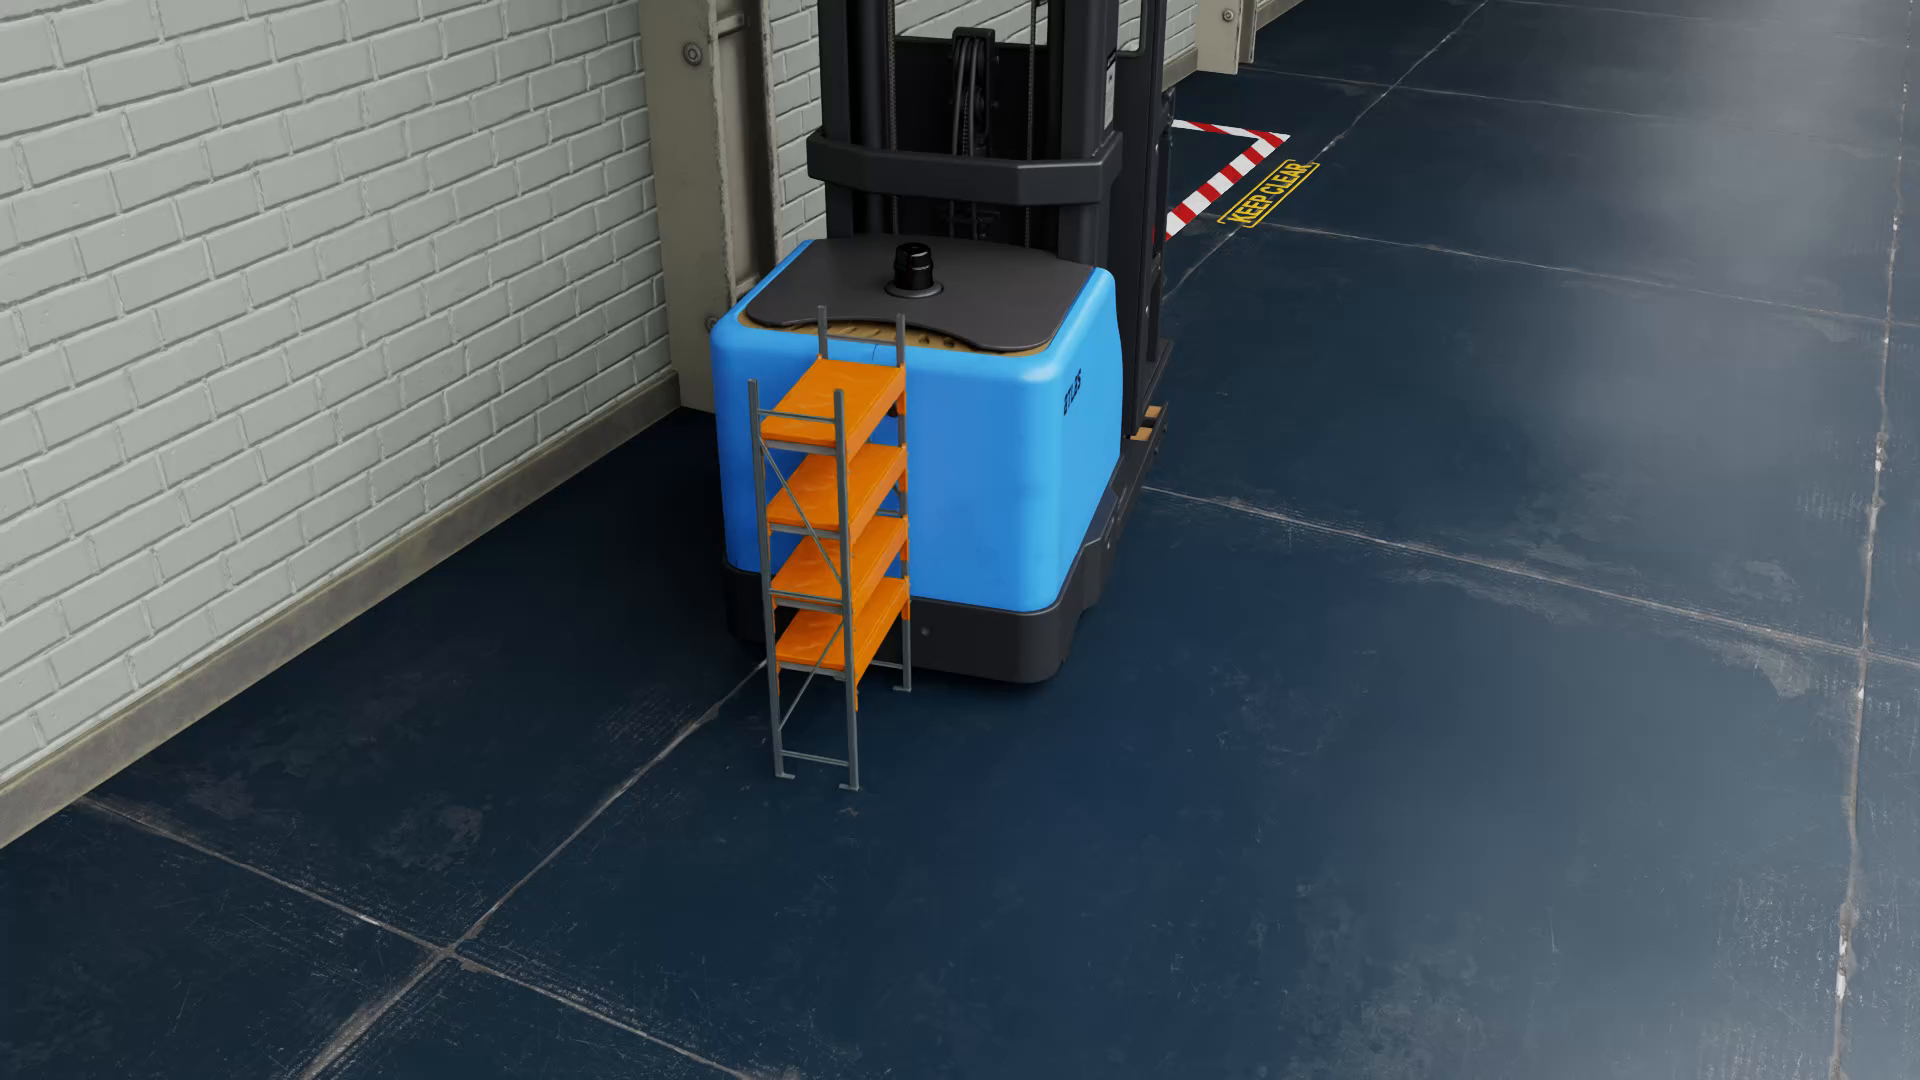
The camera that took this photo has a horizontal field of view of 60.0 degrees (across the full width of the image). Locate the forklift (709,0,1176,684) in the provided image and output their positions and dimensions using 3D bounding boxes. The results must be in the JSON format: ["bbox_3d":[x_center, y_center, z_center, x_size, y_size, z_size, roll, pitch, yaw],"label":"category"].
[{"bbox_3d":[0.171,-1.571,5.543,1.130,2.935,3.031,8,31,14],"label":"forklift"}]

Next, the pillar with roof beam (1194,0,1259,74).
[{"bbox_3d":[5.639,-6.188,7.490,9.100,9.000,0.400,14,33,23],"label":"pillar with roof beam"}]

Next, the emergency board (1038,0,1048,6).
[{"bbox_3d":[0.626,-3.477,8.792,0.157,1.169,0.626,14,33,23],"label":"emergency board"}]

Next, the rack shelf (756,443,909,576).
[{"bbox_3d":[-0.329,-0.104,4.412,0.258,0.148,0.480,8,31,14],"label":"rack shelf"}]

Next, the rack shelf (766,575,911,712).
[{"bbox_3d":[-0.329,0.262,4.622,0.258,0.148,0.480,8,31,14],"label":"rack shelf"}]

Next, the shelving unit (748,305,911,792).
[{"bbox_3d":[-0.329,0.032,4.490,0.258,1.200,0.503,8,31,14],"label":"shelving unit"}]

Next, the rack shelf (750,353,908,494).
[{"bbox_3d":[-0.329,-0.309,4.294,0.258,0.148,0.480,8,31,14],"label":"rack shelf"}]

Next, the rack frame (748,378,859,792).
[{"bbox_3d":[-0.395,0.149,4.286,0.240,1.200,0.015,8,31,14],"label":"rack frame"}]

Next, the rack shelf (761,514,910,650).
[{"bbox_3d":[-0.329,0.090,4.523,0.258,0.148,0.480,8,31,14],"label":"rack shelf"}]

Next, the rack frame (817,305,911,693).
[{"bbox_3d":[-0.263,-0.085,4.693,0.240,1.200,0.015,8,31,14],"label":"rack frame"}]

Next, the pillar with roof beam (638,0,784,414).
[{"bbox_3d":[2.906,-3.529,2.858,9.100,9.000,0.400,14,33,23],"label":"pillar with roof beam"}]
